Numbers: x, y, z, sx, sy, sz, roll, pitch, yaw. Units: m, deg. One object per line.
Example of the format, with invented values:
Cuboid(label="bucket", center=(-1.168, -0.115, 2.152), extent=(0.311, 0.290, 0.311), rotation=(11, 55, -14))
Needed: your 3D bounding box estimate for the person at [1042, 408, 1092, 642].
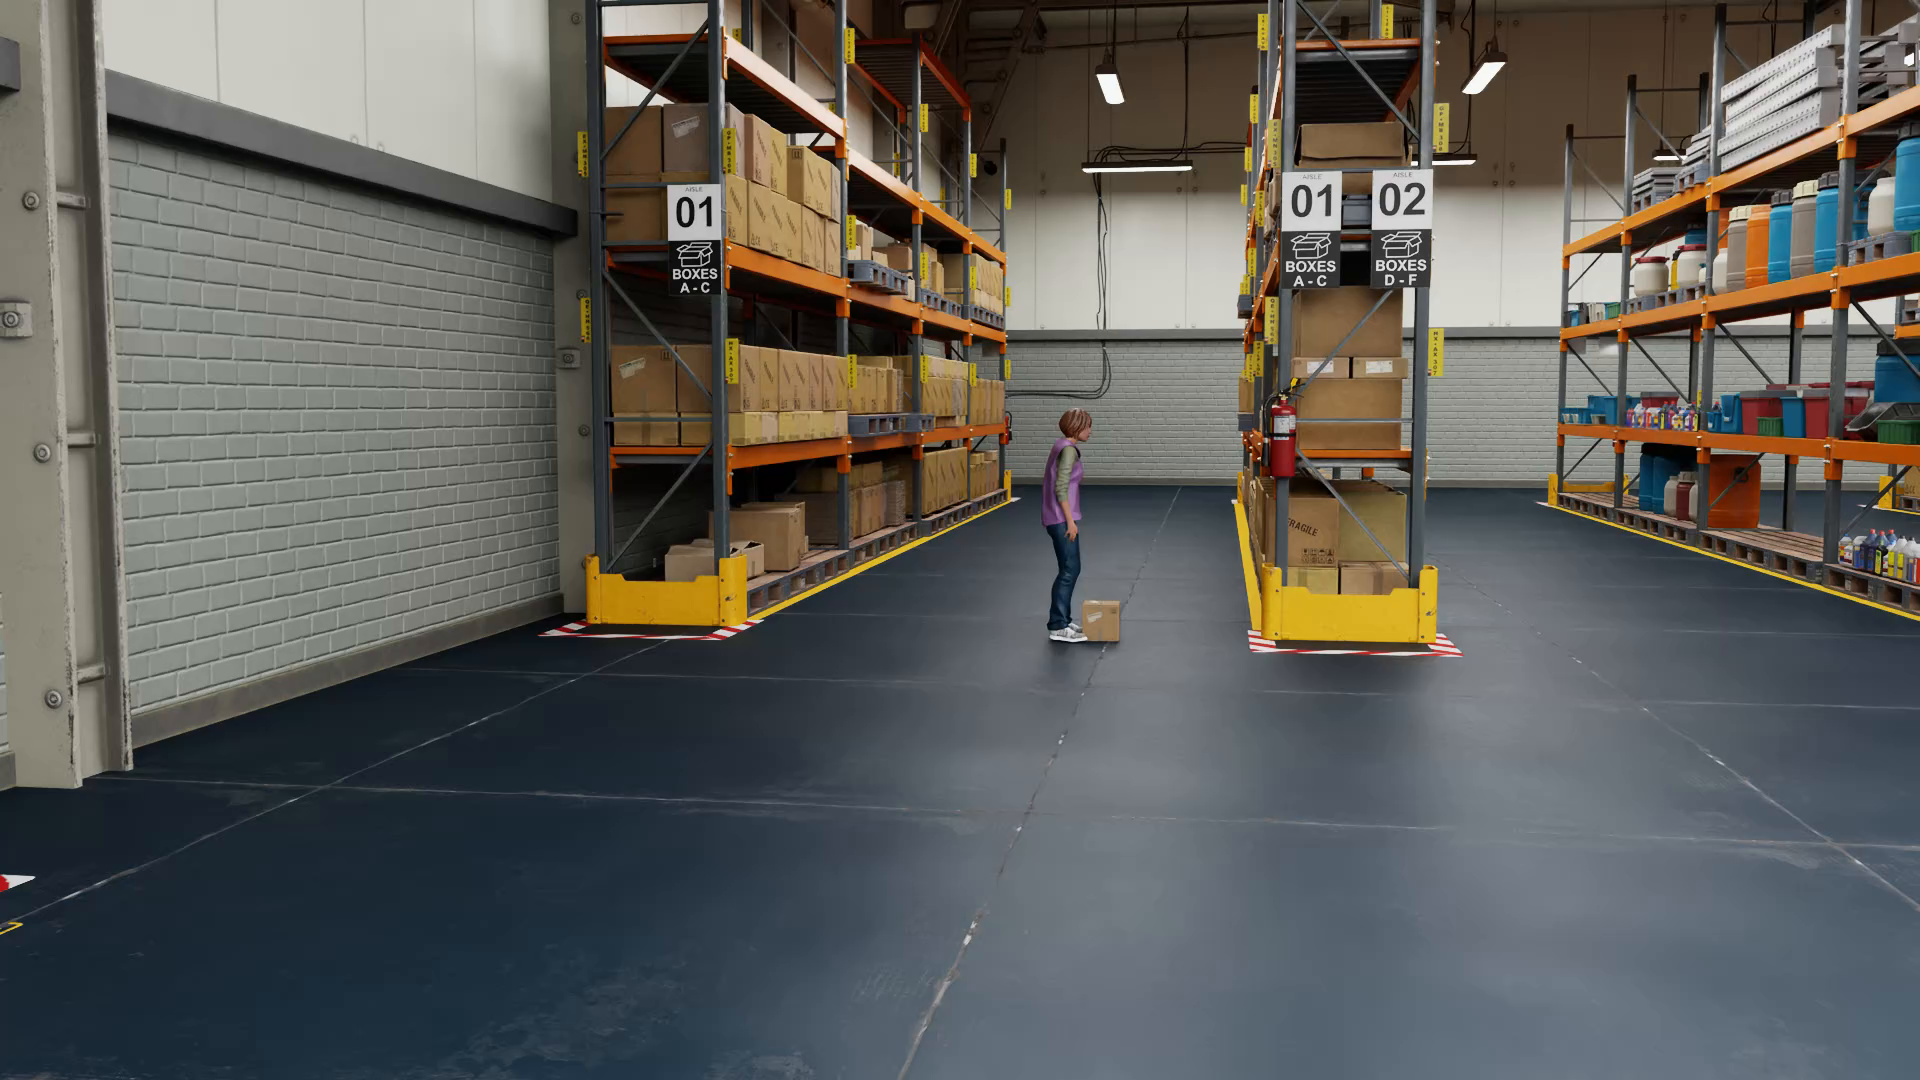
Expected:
Cuboid(label="person", center=(0.735, -0.112, 11.495), extent=(0.342, 1.593, 0.485), rotation=(0, 5, 5))
